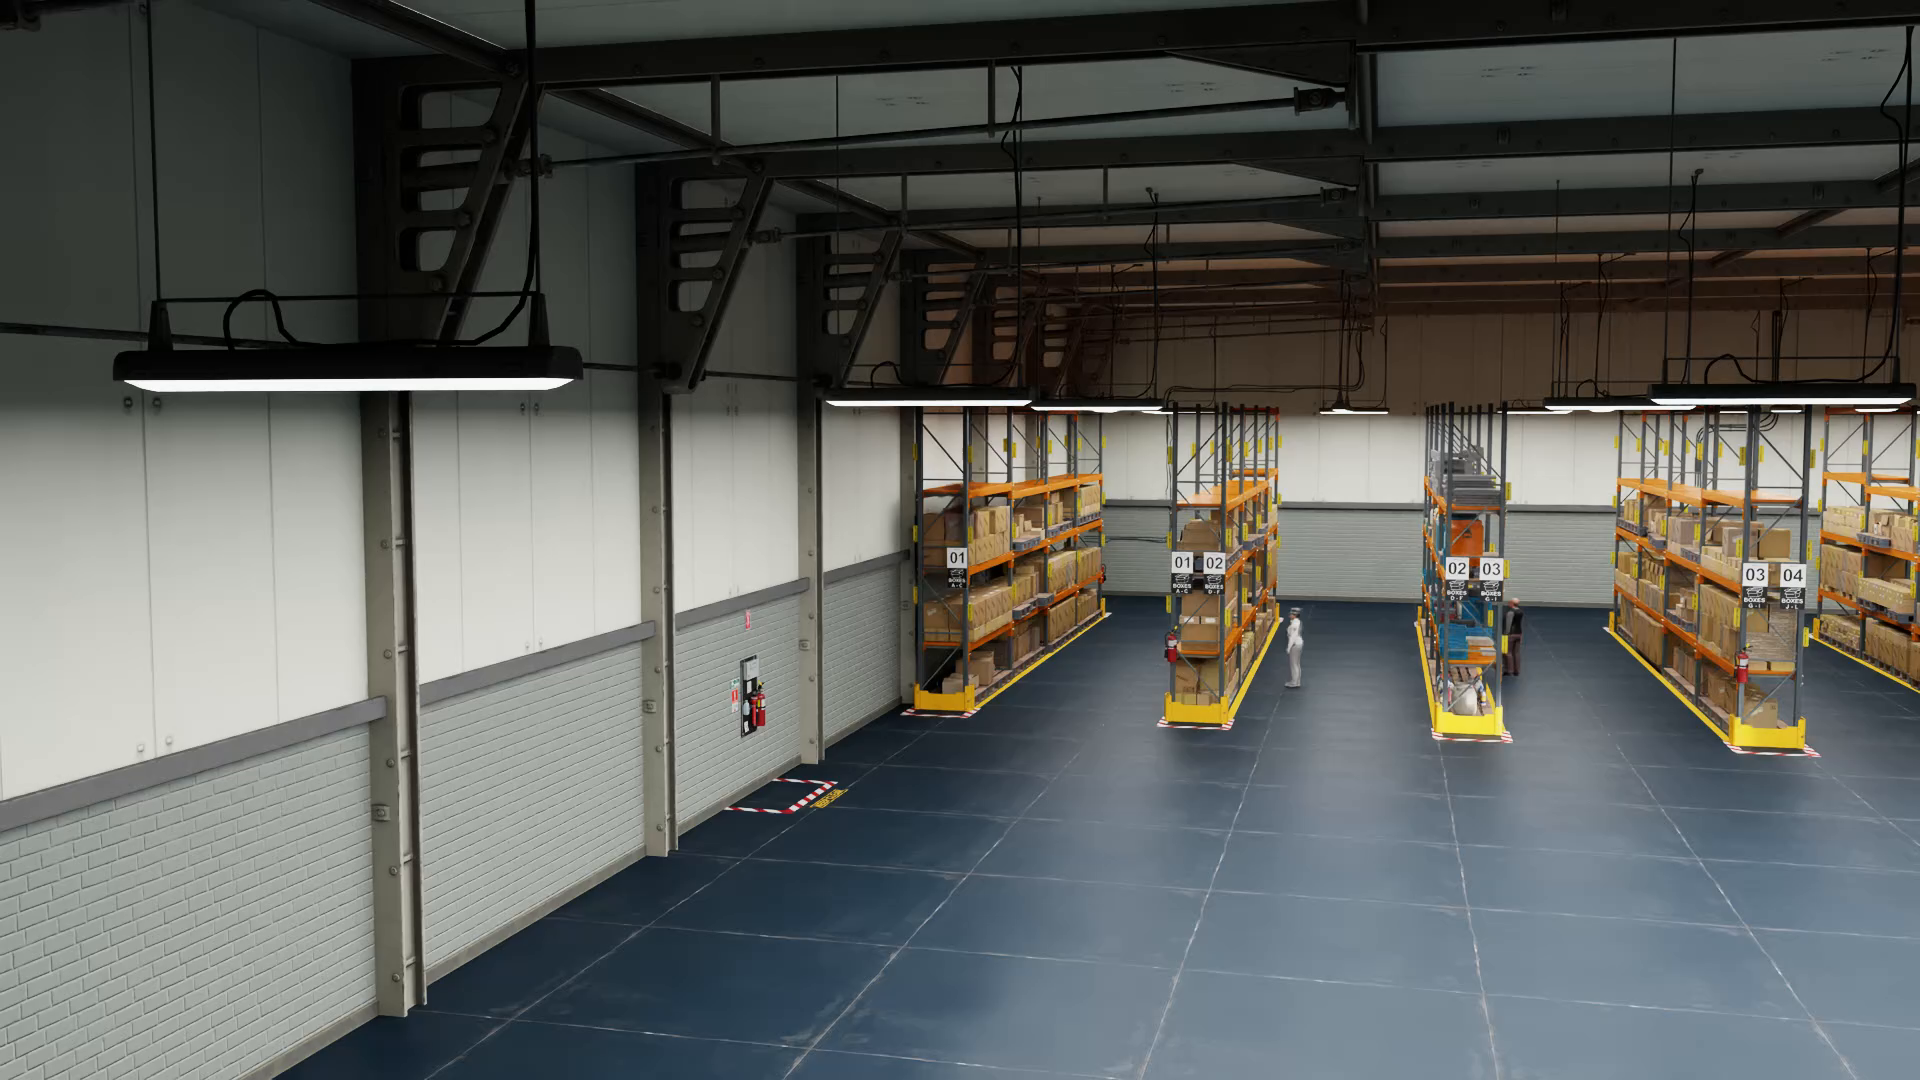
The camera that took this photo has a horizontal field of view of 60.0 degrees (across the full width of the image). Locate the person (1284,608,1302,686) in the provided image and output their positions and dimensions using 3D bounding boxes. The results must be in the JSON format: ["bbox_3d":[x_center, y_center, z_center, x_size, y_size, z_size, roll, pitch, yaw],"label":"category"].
[{"bbox_3d":[7.078,2.276,35.273,0.362,1.681,0.491,2,4,20],"label":"person"}]

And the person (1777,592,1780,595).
[{"bbox_3d":[19.847,1.907,40.239,0.381,1.685,0.452,2,5,22],"label":"person"}]

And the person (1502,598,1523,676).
[{"bbox_3d":[12.218,2.138,36.821,0.601,1.726,0.359,-3,5,-35],"label":"person"}]
